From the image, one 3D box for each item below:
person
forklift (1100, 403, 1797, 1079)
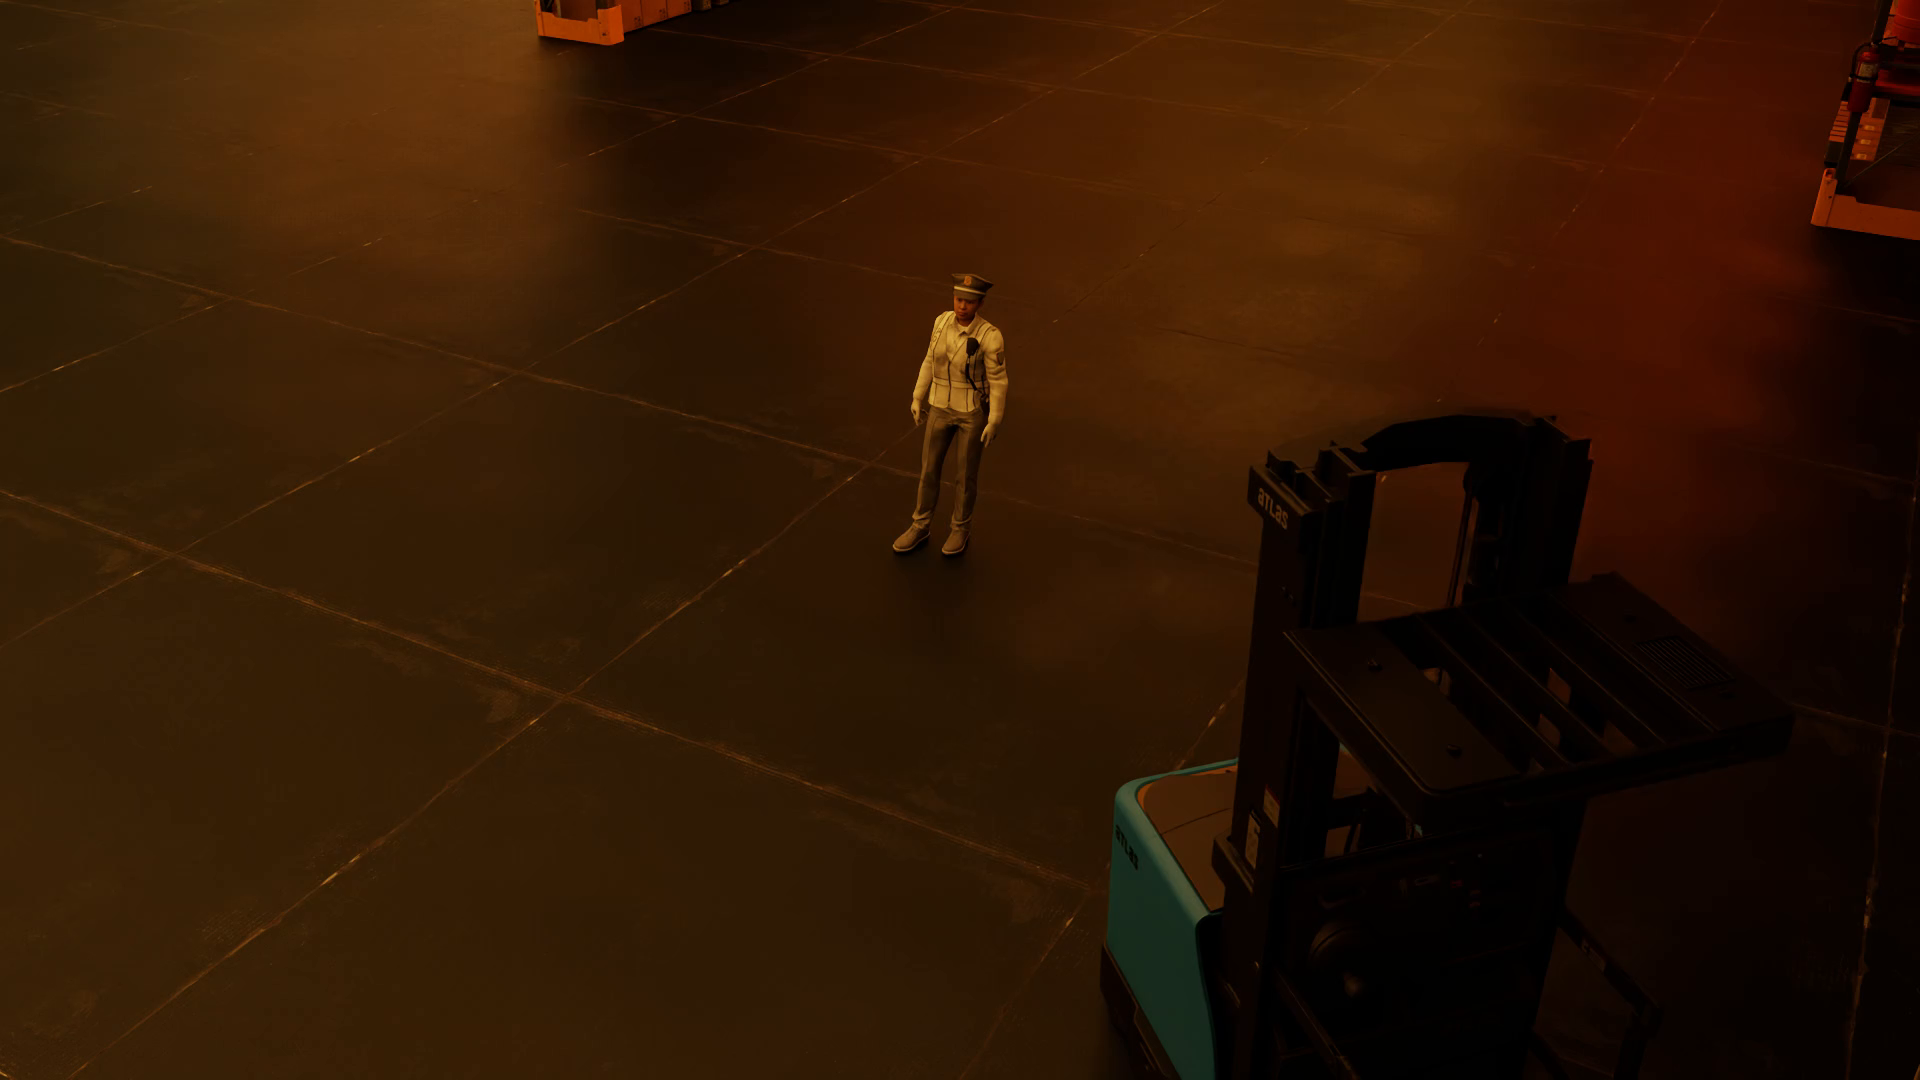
[{"bbox_3d":[-0.038,-0.712,9.527,0.587,1.696,0.534,15,33,25],"label":"person"},{"bbox_3d":[1.499,1.203,4.985,1.130,2.935,3.031,-9,31,-15],"label":"forklift"}]
